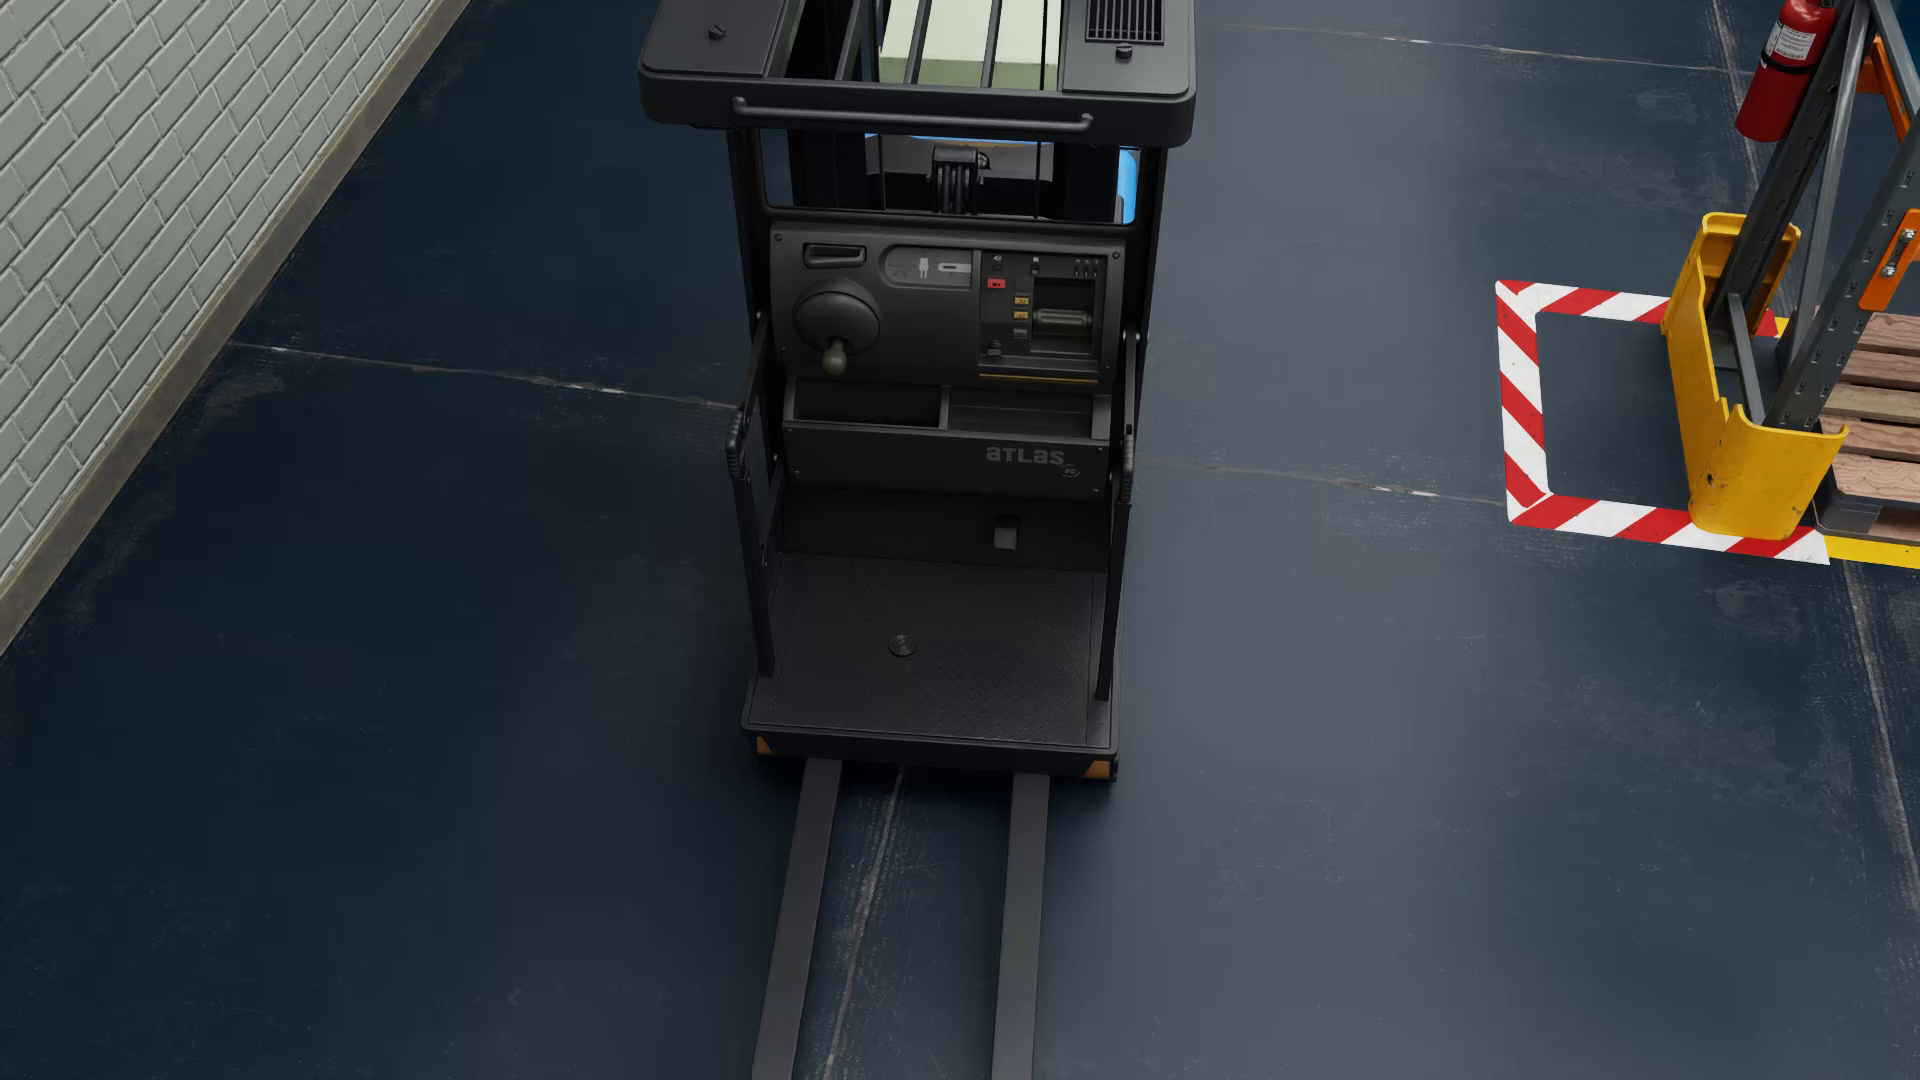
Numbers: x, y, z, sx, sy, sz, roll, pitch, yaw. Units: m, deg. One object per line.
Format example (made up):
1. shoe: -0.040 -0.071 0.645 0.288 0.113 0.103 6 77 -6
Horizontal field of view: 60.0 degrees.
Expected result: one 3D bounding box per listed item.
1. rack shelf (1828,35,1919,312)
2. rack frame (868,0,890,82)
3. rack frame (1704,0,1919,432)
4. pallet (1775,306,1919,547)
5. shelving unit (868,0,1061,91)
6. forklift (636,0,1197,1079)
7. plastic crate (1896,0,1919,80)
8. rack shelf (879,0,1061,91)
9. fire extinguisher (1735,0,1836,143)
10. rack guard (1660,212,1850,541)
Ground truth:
1. rack shelf: 4.811 -0.943 5.064 4.000 0.370 1.077 8 49 7
2. rack frame: -0.266 -1.362 5.965 0.023 1.500 0.400 3 48 3
3. rack frame: 2.843 -1.448 5.034 0.127 3.000 1.000 8 49 7
4. pallet: 3.648 -0.378 5.948 1.213 0.211 1.003 8 49 7
5. shelving unit: 0.099 -1.341 5.947 0.755 1.500 0.431 3 48 3
6. forklift: -0.053 -0.518 4.245 1.130 2.935 3.031 4 48 3
7. plastic crate: 3.206 -1.572 5.082 0.499 0.435 0.616 8 49 7
8. rack shelf: 0.099 -1.602 5.657 0.720 0.370 0.431 3 48 3
9. fire extinguisher: 2.775 -1.650 5.518 0.183 0.674 0.296 8 49 7
10. rack guard: 2.817 -0.606 5.958 0.348 0.500 1.175 8 49 7
